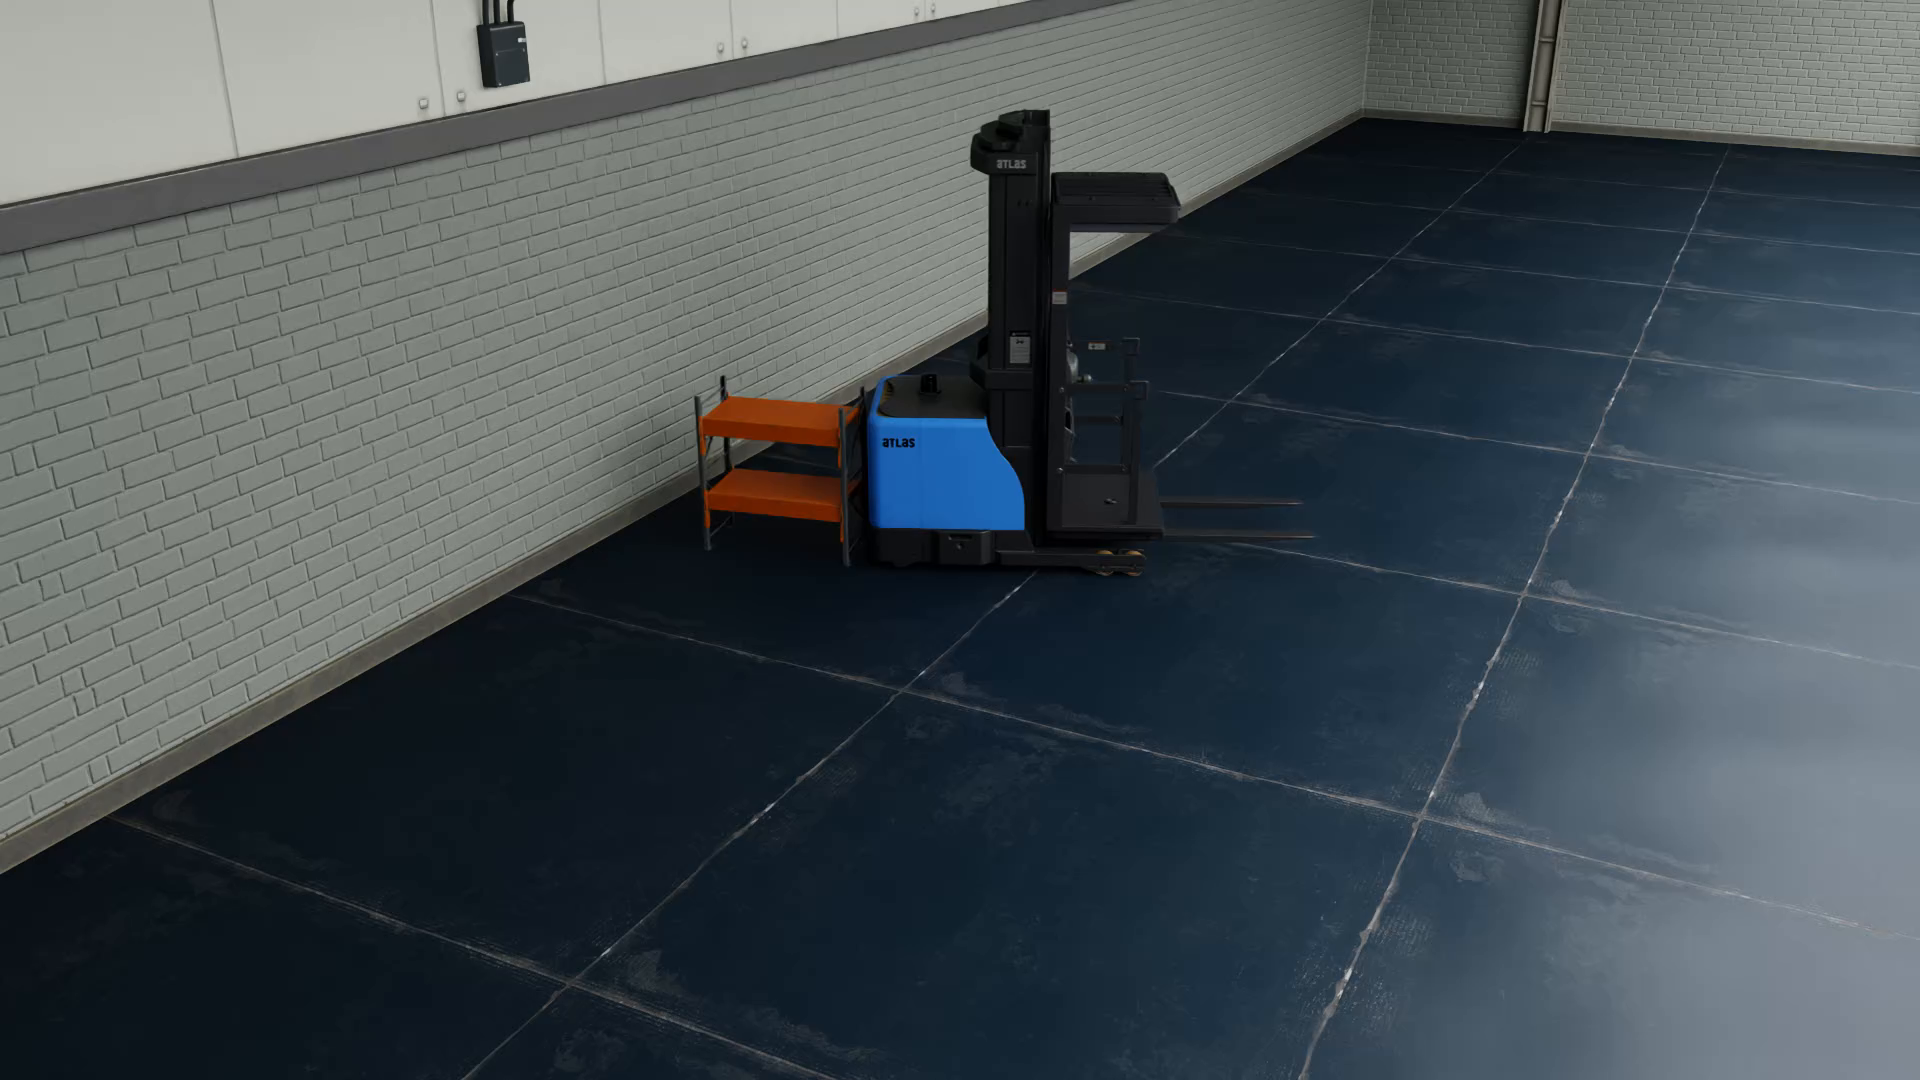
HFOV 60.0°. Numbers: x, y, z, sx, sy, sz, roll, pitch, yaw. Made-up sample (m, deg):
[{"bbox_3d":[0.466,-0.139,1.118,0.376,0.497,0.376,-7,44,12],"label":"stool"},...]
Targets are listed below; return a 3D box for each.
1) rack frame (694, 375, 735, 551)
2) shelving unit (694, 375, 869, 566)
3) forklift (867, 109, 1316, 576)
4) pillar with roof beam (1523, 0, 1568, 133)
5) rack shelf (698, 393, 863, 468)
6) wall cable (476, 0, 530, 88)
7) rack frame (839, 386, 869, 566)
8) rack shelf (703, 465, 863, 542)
[{"bbox_3d":[-1.703,-0.535,11.570,0.032,1.125,0.500,6,24,13],"label":"rack frame"},{"bbox_3d":[-1.211,-0.485,11.453,1.048,1.125,0.538,6,24,13],"label":"shelving unit"},{"bbox_3d":[0.903,-1.320,11.108,3.031,2.935,1.130,1,23,2],"label":"forklift"},{"bbox_3d":[7.730,-9.506,22.605,0.400,9.000,9.100,11,25,25],"label":"pillar with roof beam"},{"bbox_3d":[-1.211,-0.754,11.338,1.000,0.278,0.538,6,24,13],"label":"rack shelf"},{"bbox_3d":[-2.275,-5.868,9.705,0.169,6.003,2.305,11,25,25],"label":"wall cable"},{"bbox_3d":[-0.719,-0.435,11.335,0.032,1.125,0.500,6,24,13],"label":"rack frame"},{"bbox_3d":[-1.211,-0.260,11.548,1.000,0.278,0.538,6,24,13],"label":"rack shelf"}]
